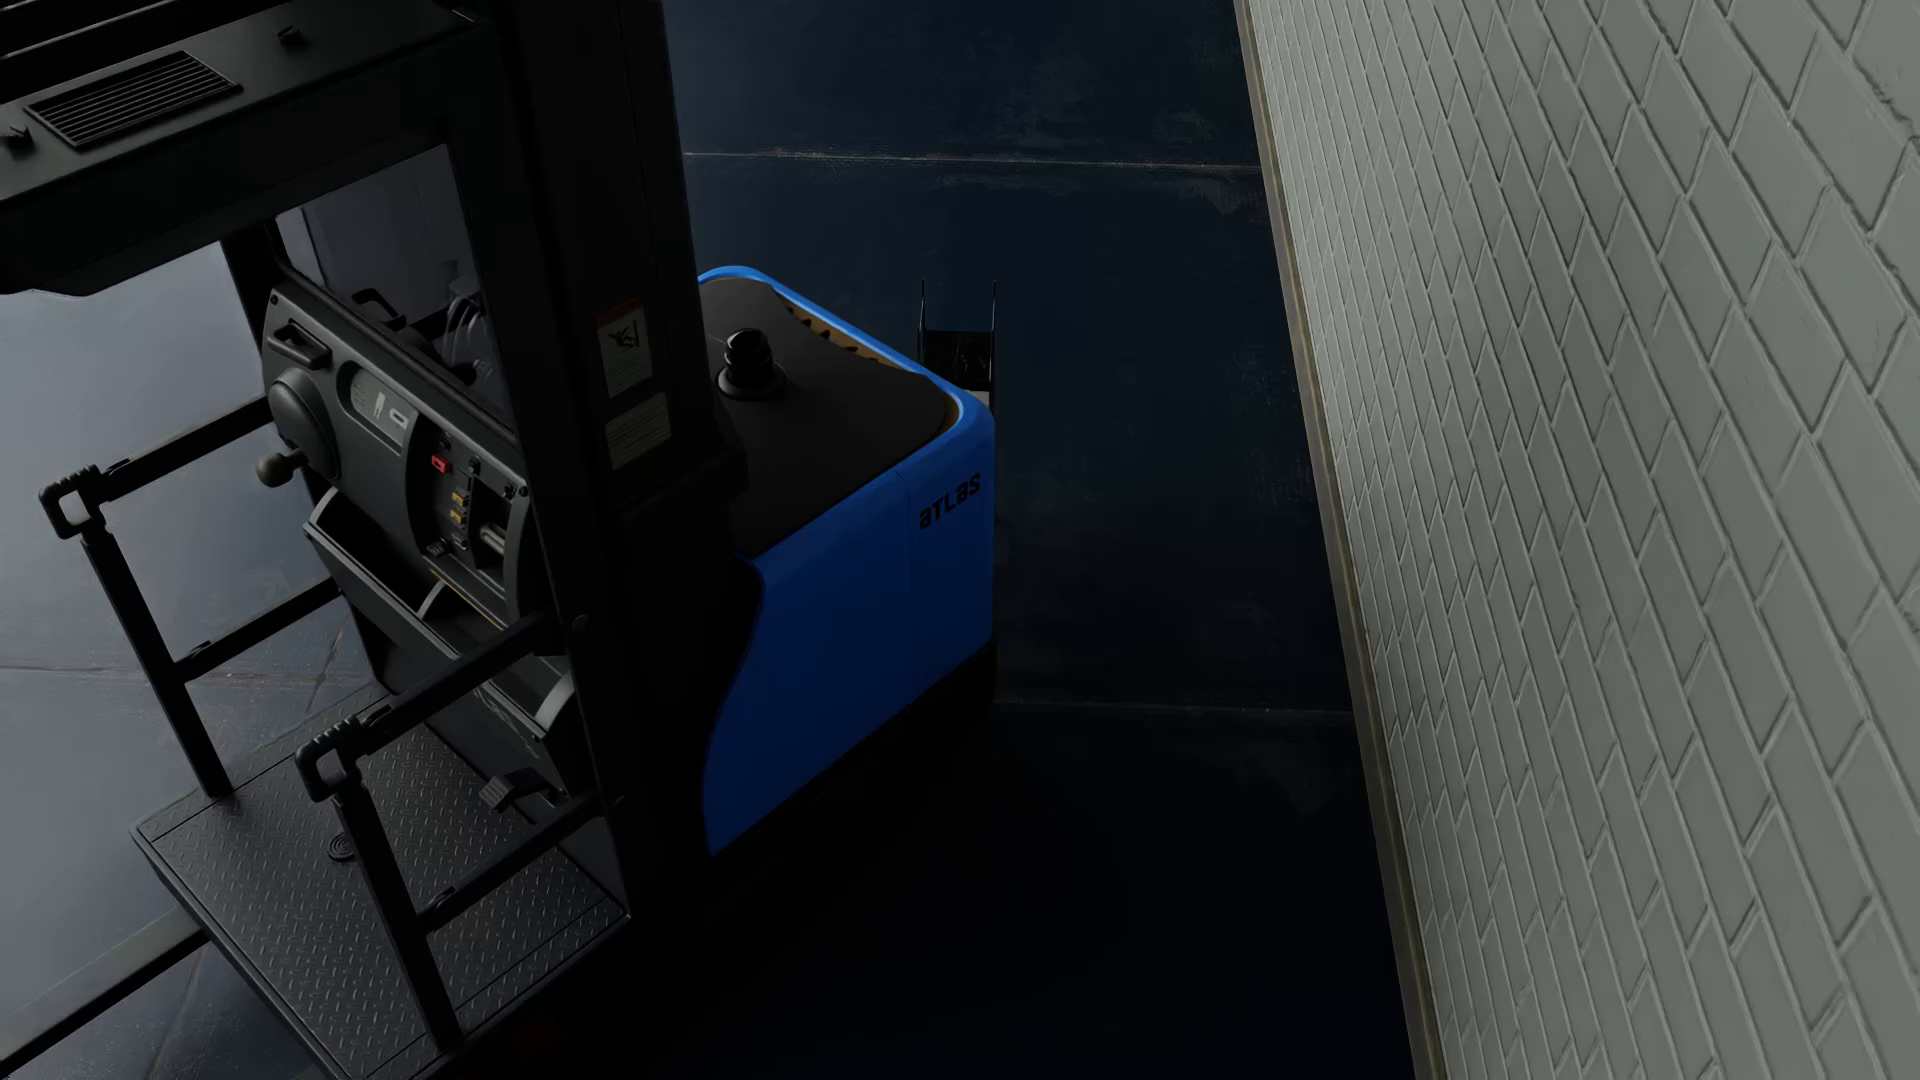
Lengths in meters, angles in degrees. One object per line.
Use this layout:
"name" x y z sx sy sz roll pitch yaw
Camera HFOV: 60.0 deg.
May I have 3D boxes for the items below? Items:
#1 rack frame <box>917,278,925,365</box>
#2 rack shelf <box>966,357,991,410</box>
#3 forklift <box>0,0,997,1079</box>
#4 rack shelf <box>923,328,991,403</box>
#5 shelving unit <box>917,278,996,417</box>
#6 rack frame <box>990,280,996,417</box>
"rack frame" -0.110 -0.333 4.947 0.006 0.900 0.240 2 43 2
"rack shelf" -0.008 -0.437 4.844 0.200 0.077 0.258 2 43 2
"forklift" -1.278 -0.101 3.208 1.130 2.935 3.031 33 52 30
"rack shelf" -0.008 -0.503 4.782 0.200 0.077 0.258 2 43 2
"shelving unit" -0.008 -0.330 4.944 0.210 0.900 0.258 2 43 2
"rack frame" 0.093 -0.326 4.940 0.006 0.900 0.240 2 43 2
